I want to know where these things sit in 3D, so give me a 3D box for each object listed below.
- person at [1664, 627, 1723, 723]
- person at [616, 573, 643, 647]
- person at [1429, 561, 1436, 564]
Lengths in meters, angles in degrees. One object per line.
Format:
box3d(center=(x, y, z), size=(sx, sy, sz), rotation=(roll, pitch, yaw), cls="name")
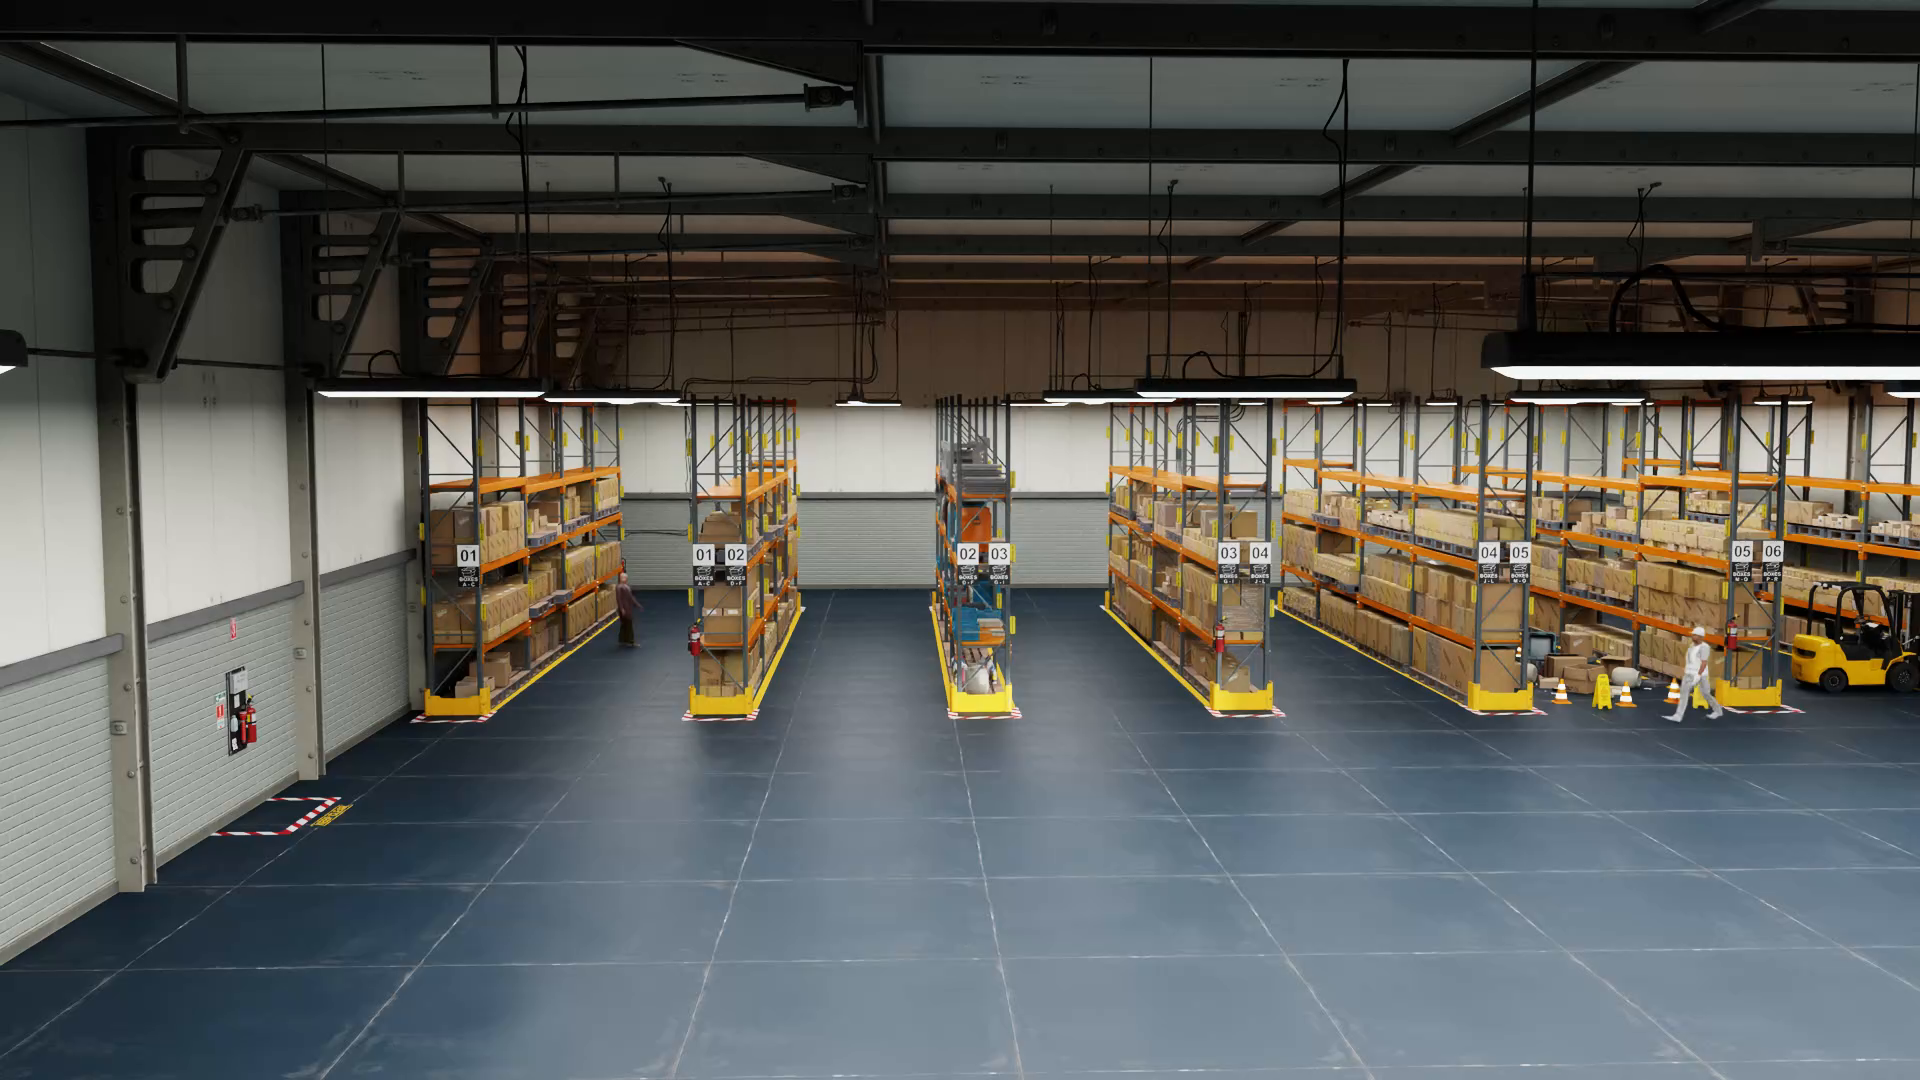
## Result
box3d(center=(13.454, 2.465, 30.348), size=(1.054, 1.753, 0.518), rotation=(-2, 5, -23), cls="person")
box3d(center=(-7.971, 1.694, 40.097), size=(0.621, 1.804, 0.606), rotation=(-1, 5, -9), cls="person")
box3d(center=(12.280, 1.427, 43.457), size=(0.453, 1.776, 0.555), rotation=(1, 5, 13), cls="person")
